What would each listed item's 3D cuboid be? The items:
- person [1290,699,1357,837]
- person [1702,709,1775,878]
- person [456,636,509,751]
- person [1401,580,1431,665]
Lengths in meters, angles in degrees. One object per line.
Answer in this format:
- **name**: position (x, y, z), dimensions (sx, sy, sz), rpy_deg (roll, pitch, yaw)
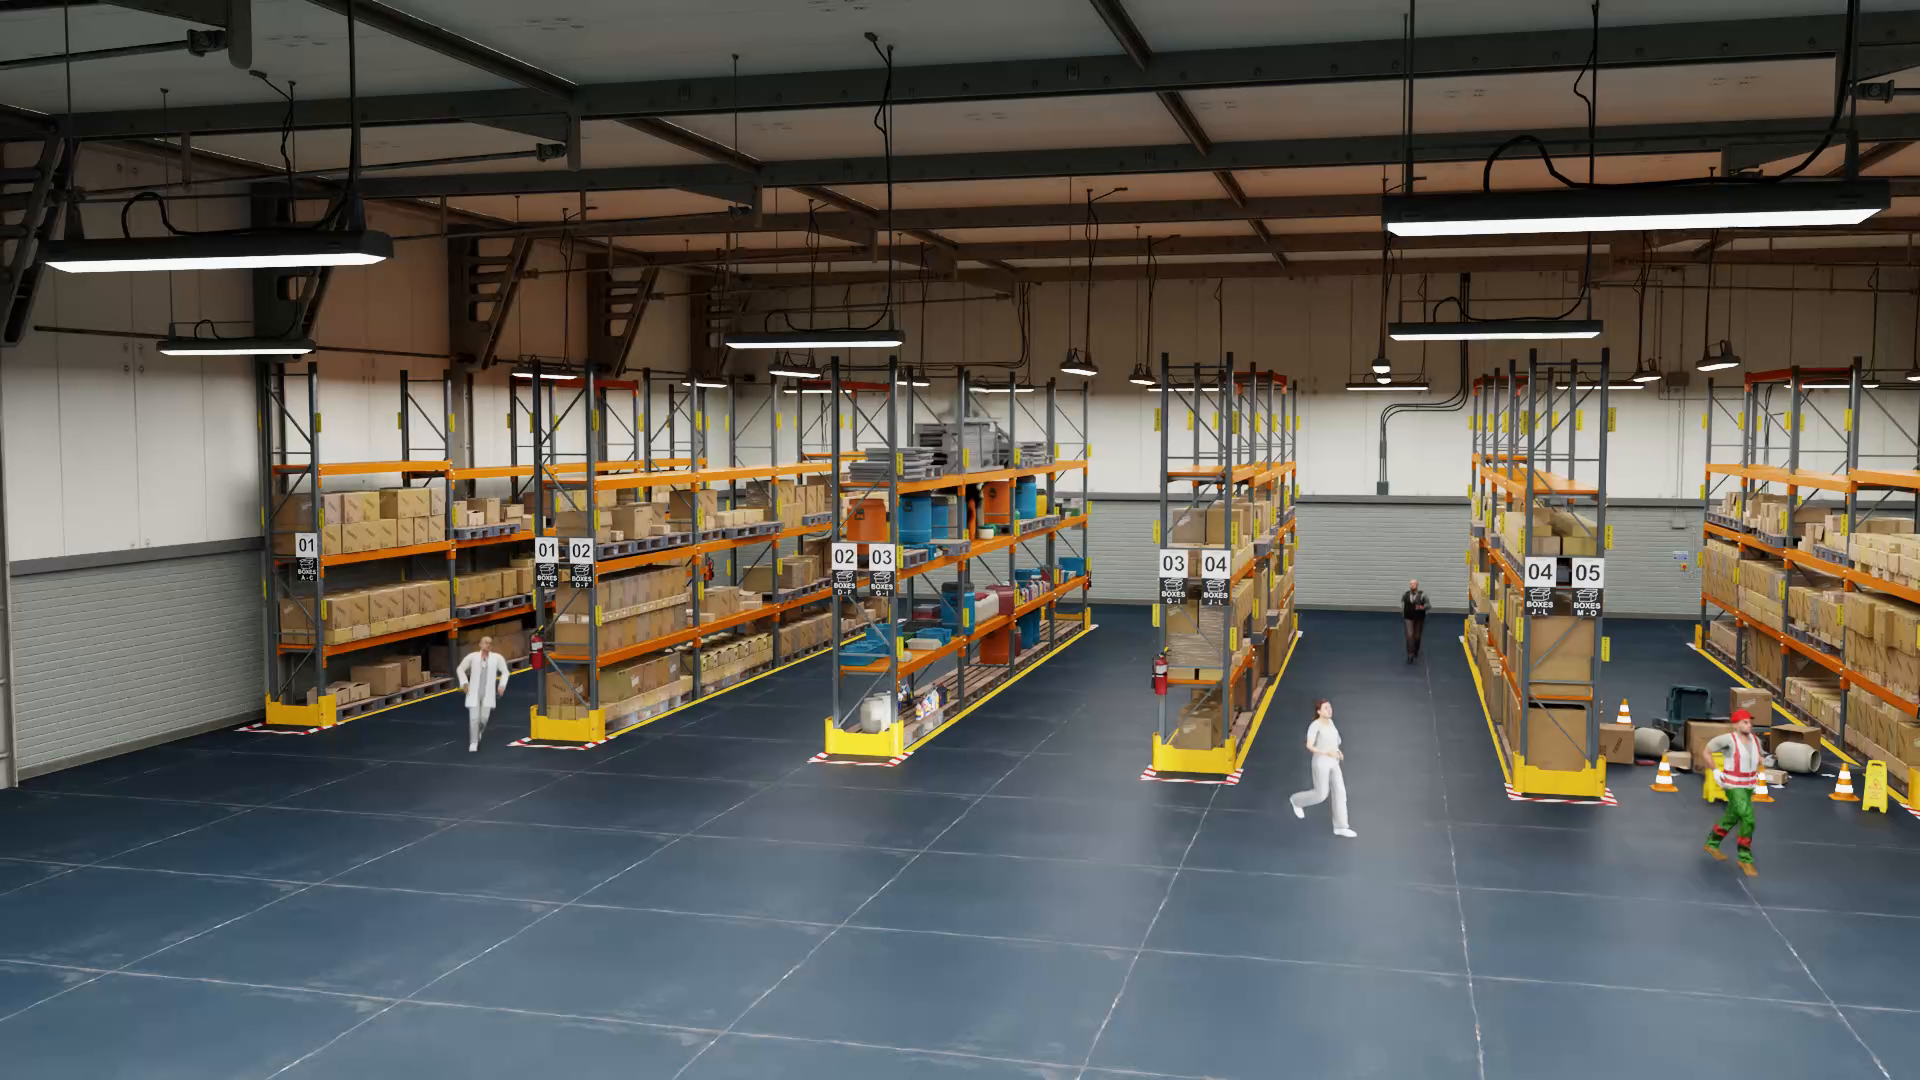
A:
- **person**: position (4.462, 2.747, 20.297), dimensions (0.584, 1.633, 0.970), rpy_deg (-3, 5, -37)
- **person**: position (8.732, 2.805, 18.663), dimensions (0.619, 1.850, 0.801), rpy_deg (-2, 4, -26)
- **person**: position (-7.342, 2.349, 25.604), dimensions (0.779, 1.728, 0.594), rpy_deg (-1, 4, -18)
- **person**: position (9.524, 1.696, 34.775), dimensions (0.643, 1.743, 0.894), rpy_deg (2, 4, 21)
